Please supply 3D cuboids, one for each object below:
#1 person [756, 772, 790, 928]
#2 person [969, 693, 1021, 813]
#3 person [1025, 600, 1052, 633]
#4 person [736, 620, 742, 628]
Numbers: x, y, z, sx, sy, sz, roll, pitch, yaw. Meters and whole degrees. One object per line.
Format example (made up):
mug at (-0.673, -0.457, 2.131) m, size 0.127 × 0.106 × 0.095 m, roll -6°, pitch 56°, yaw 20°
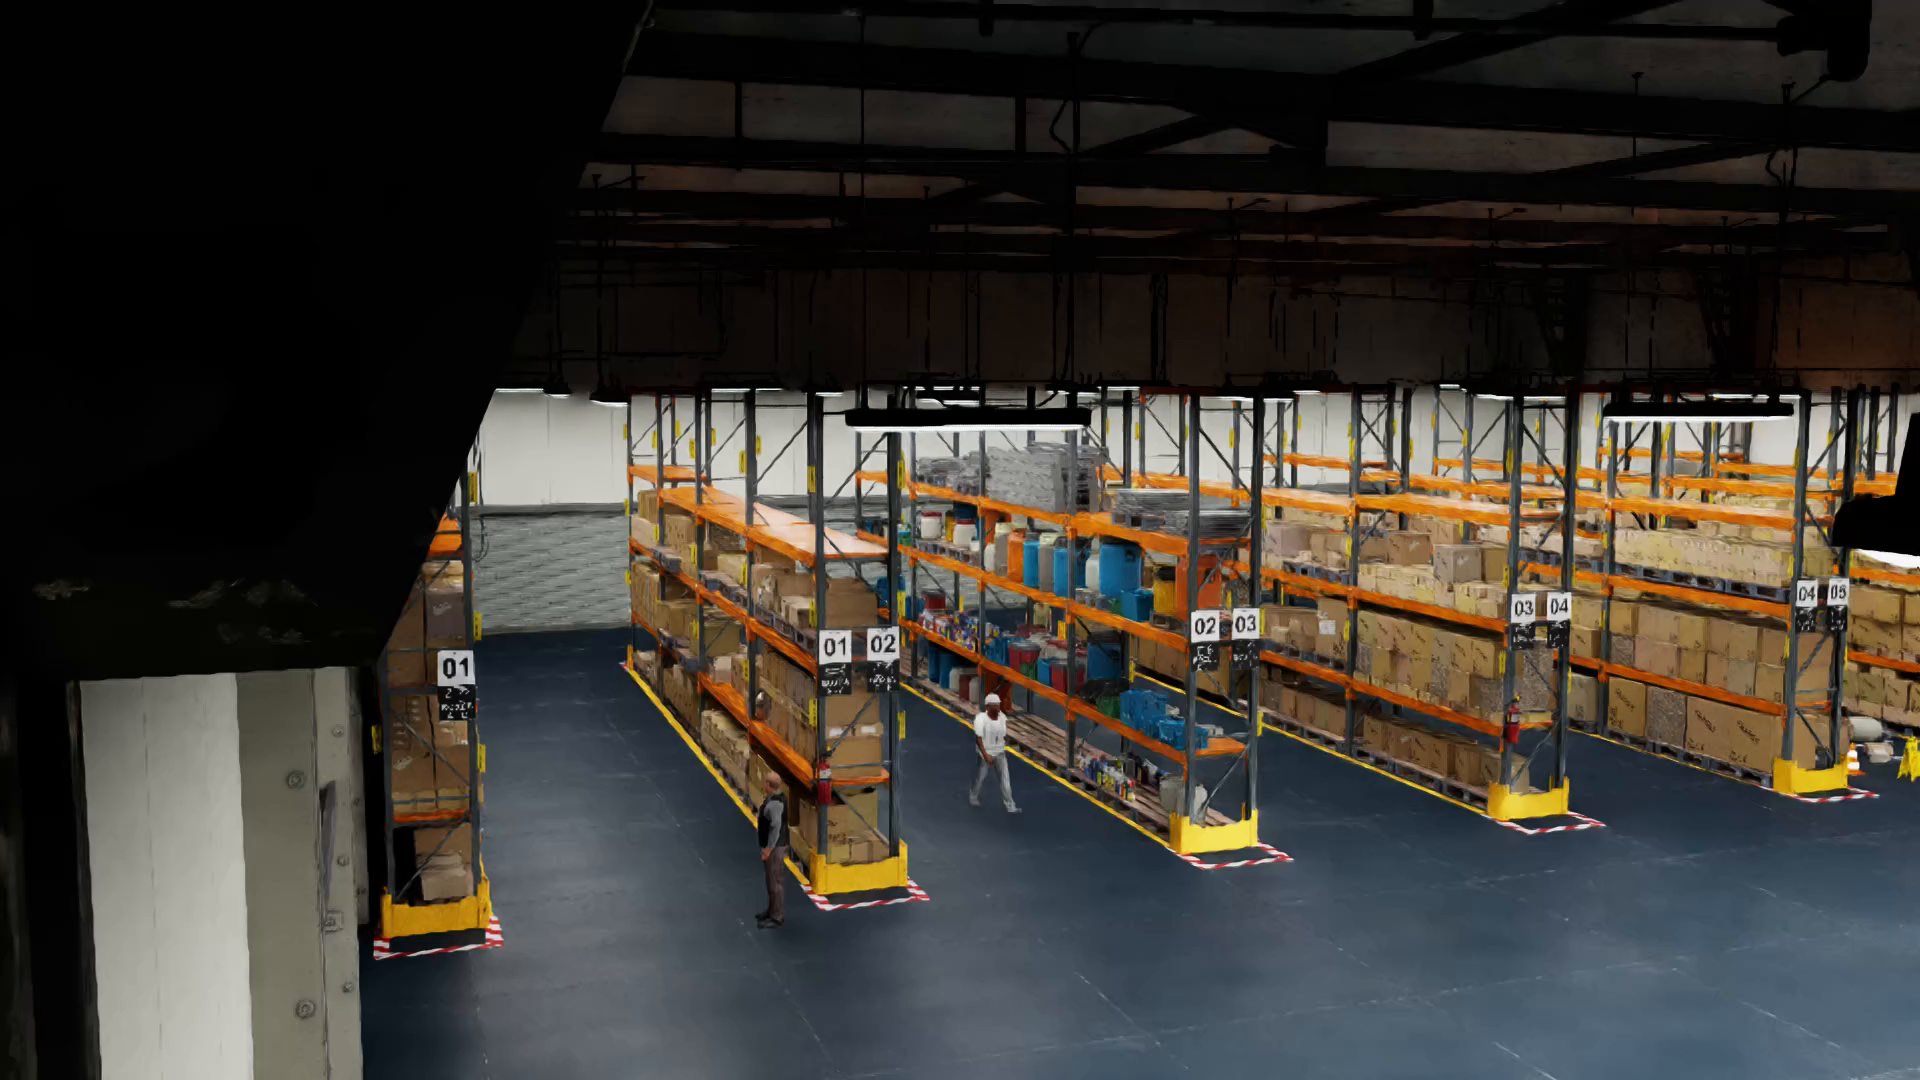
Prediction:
person at (-2.145, 3.517, 19.015) m, size 0.410 × 1.761 × 0.581 m, roll 0°, pitch 6°, yaw -1°
person at (0.452, 3.026, 23.727) m, size 0.571 × 1.708 × 1.035 m, roll -3°, pitch 7°, yaw -28°
person at (1.669, 1.877, 35.282) m, size 0.598 × 1.585 × 0.507 m, roll -2°, pitch 6°, yaw -21°
person at (-5.081, 1.383, 39.637) m, size 0.677 × 1.740 × 0.552 m, roll -2°, pitch 6°, yaw -20°
